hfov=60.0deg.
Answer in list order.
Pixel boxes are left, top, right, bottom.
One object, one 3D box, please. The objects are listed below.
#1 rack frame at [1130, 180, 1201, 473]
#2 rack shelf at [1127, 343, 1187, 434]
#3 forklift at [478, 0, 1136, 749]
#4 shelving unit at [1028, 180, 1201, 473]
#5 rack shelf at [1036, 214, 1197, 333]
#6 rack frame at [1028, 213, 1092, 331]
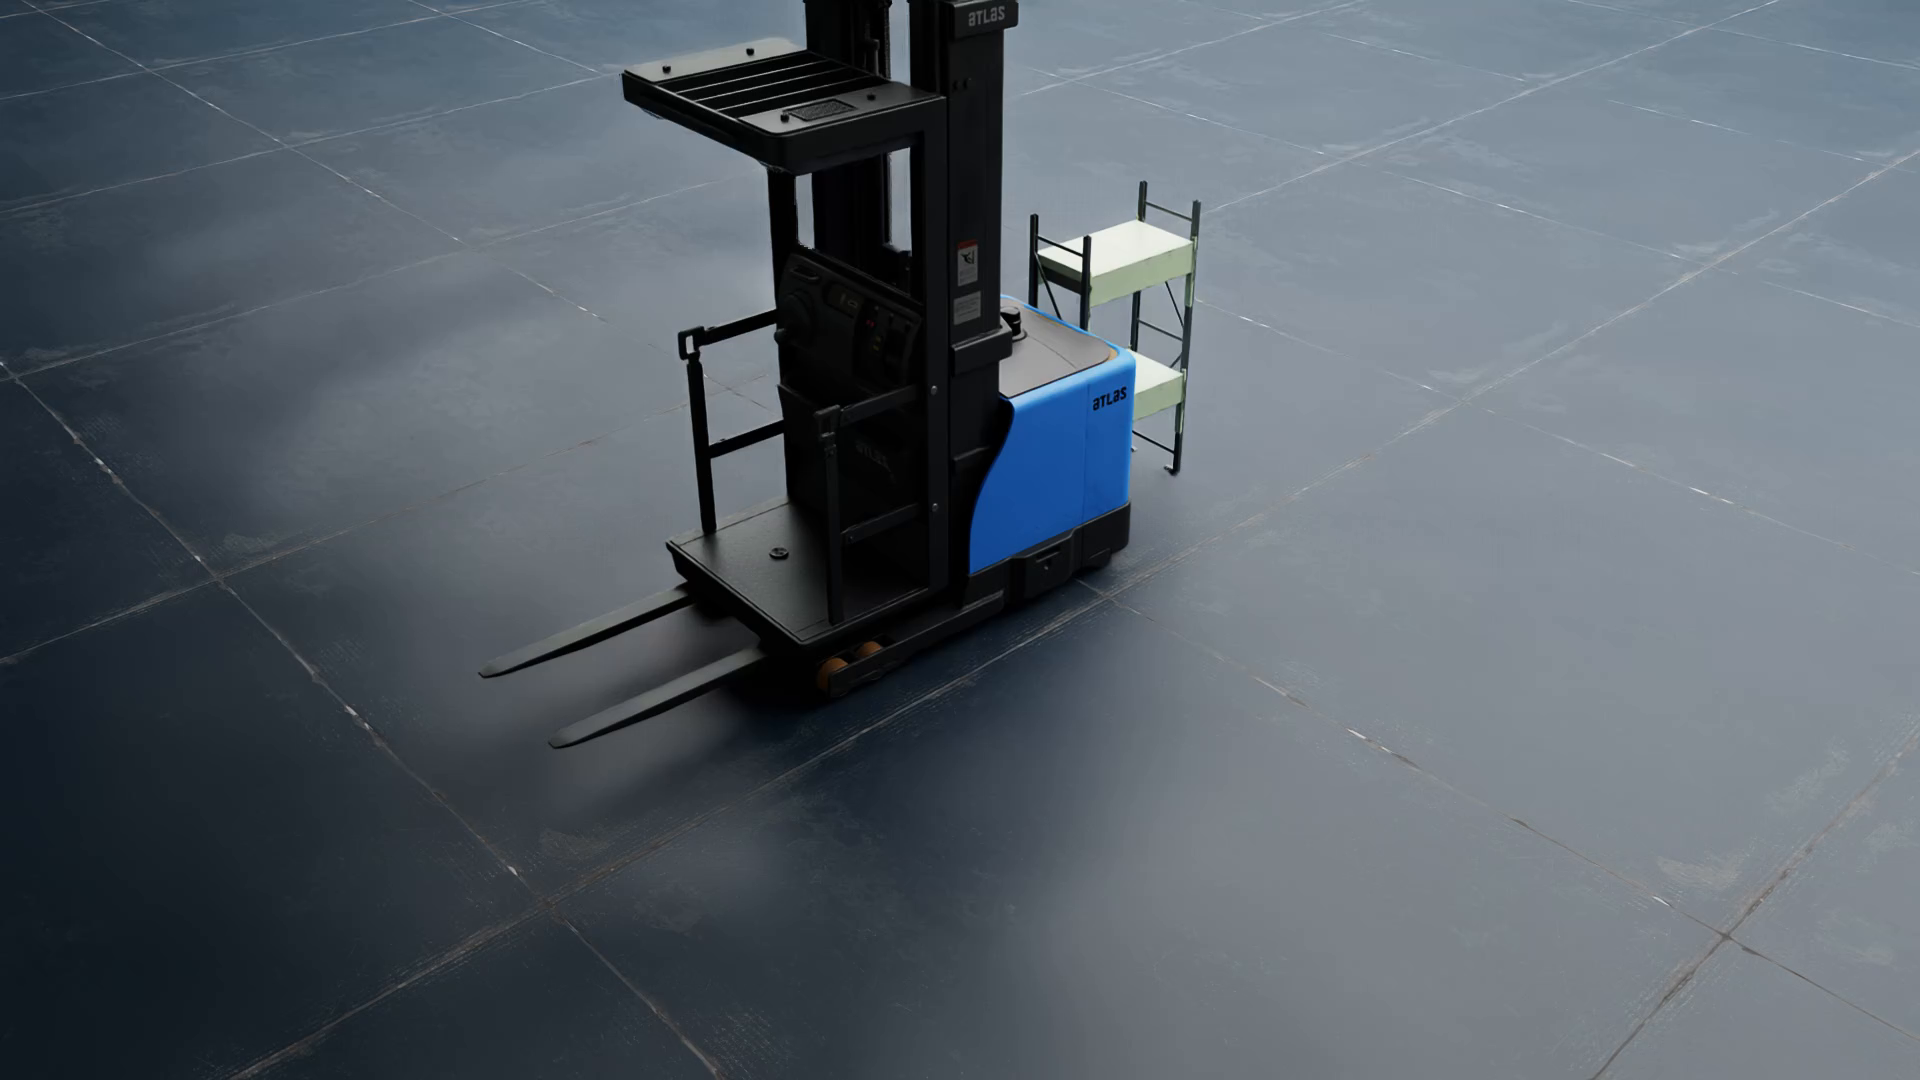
[{"bbox_3d":[1.034,-1.079,8.577,0.023,1.500,0.400,-23,39,-33],"label":"rack frame"},{"bbox_3d":[0.753,-0.678,8.547,0.720,0.370,0.431,-23,39,-33],"label":"rack shelf"},{"bbox_3d":[-0.633,-0.884,6.887,3.031,2.935,1.130,-23,39,-33],"label":"forklift"},{"bbox_3d":[0.753,-0.957,8.377,0.755,1.500,0.431,-23,39,-33],"label":"shelving unit"},{"bbox_3d":[0.753,-1.290,8.173,0.720,0.370,0.431,-23,39,-33],"label":"rack shelf"},{"bbox_3d":[0.472,-0.834,8.177,0.023,1.500,0.400,-23,39,-33],"label":"rack frame"}]
